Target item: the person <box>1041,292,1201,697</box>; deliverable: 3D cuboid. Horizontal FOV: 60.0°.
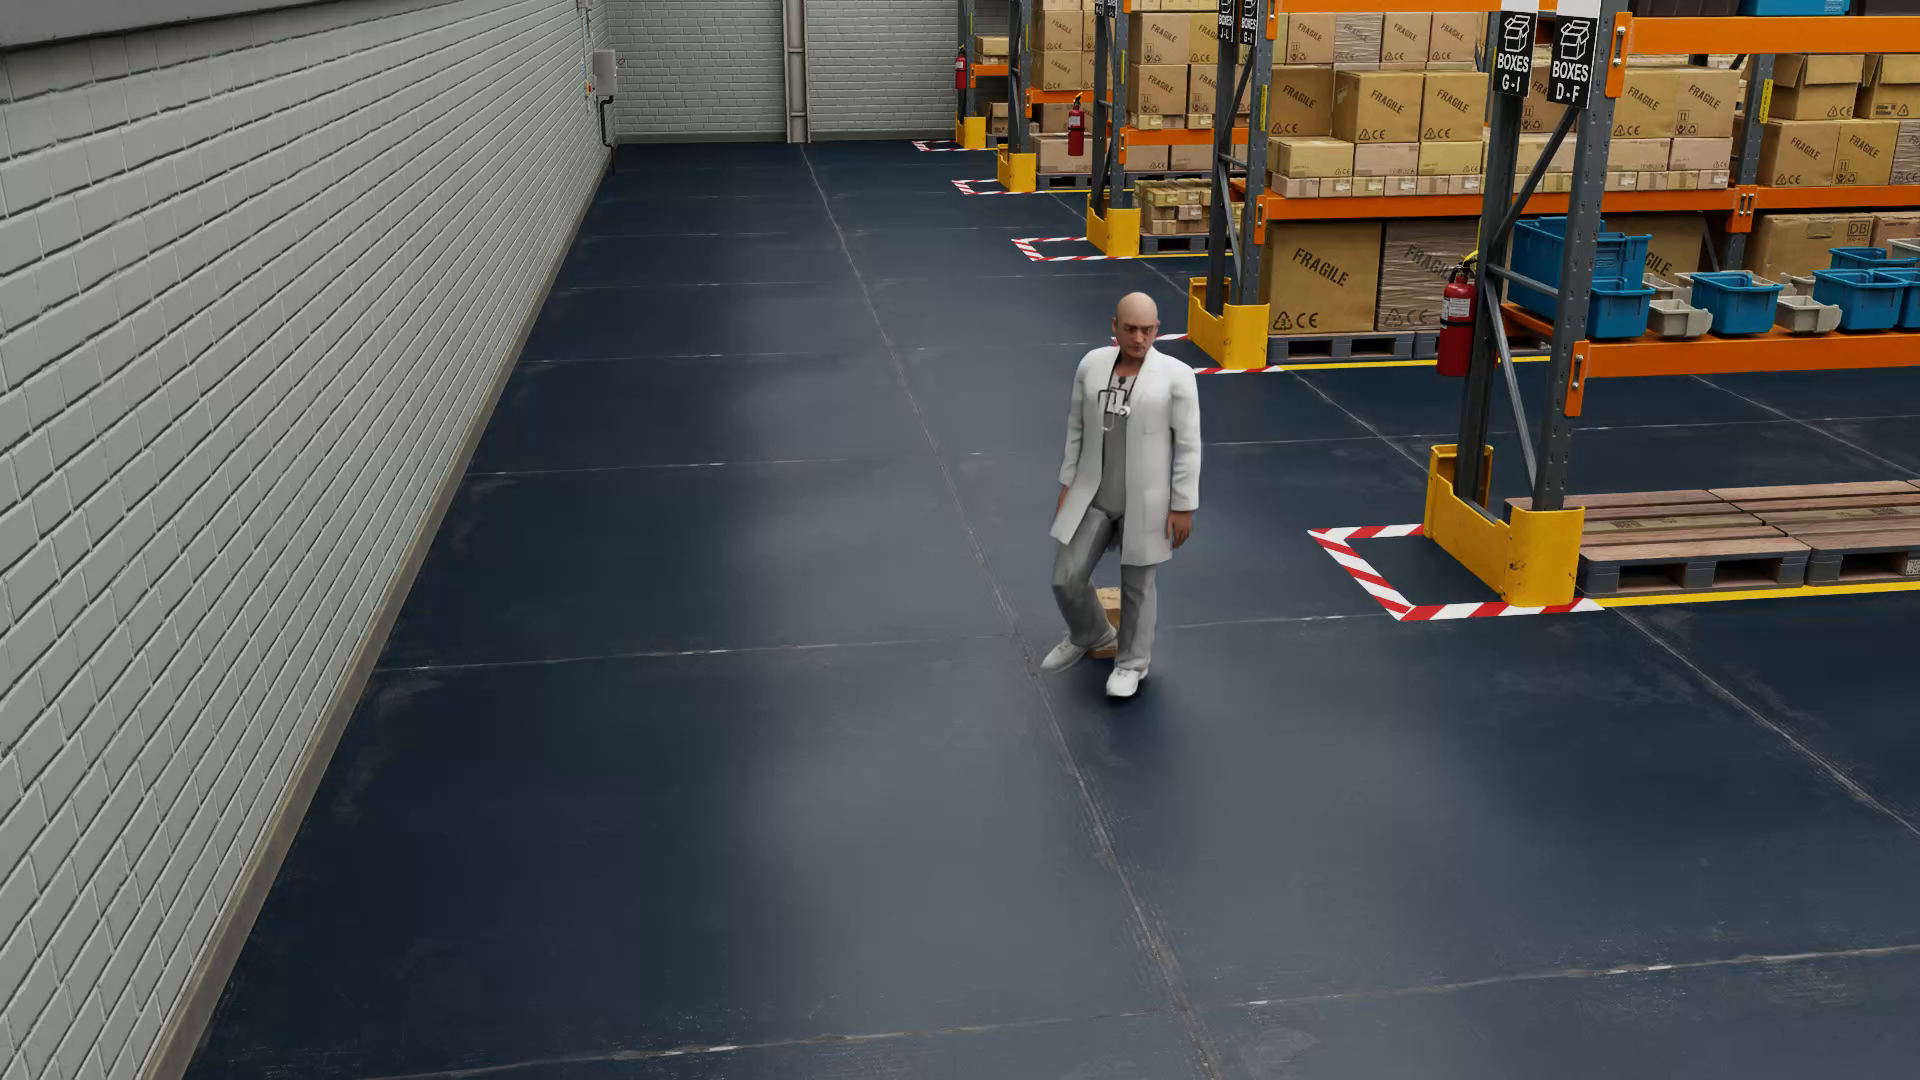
[{"bbox_3d":[0.672,-0.171,6.997,0.691,1.774,0.528,9,22,24],"label":"person"}]
